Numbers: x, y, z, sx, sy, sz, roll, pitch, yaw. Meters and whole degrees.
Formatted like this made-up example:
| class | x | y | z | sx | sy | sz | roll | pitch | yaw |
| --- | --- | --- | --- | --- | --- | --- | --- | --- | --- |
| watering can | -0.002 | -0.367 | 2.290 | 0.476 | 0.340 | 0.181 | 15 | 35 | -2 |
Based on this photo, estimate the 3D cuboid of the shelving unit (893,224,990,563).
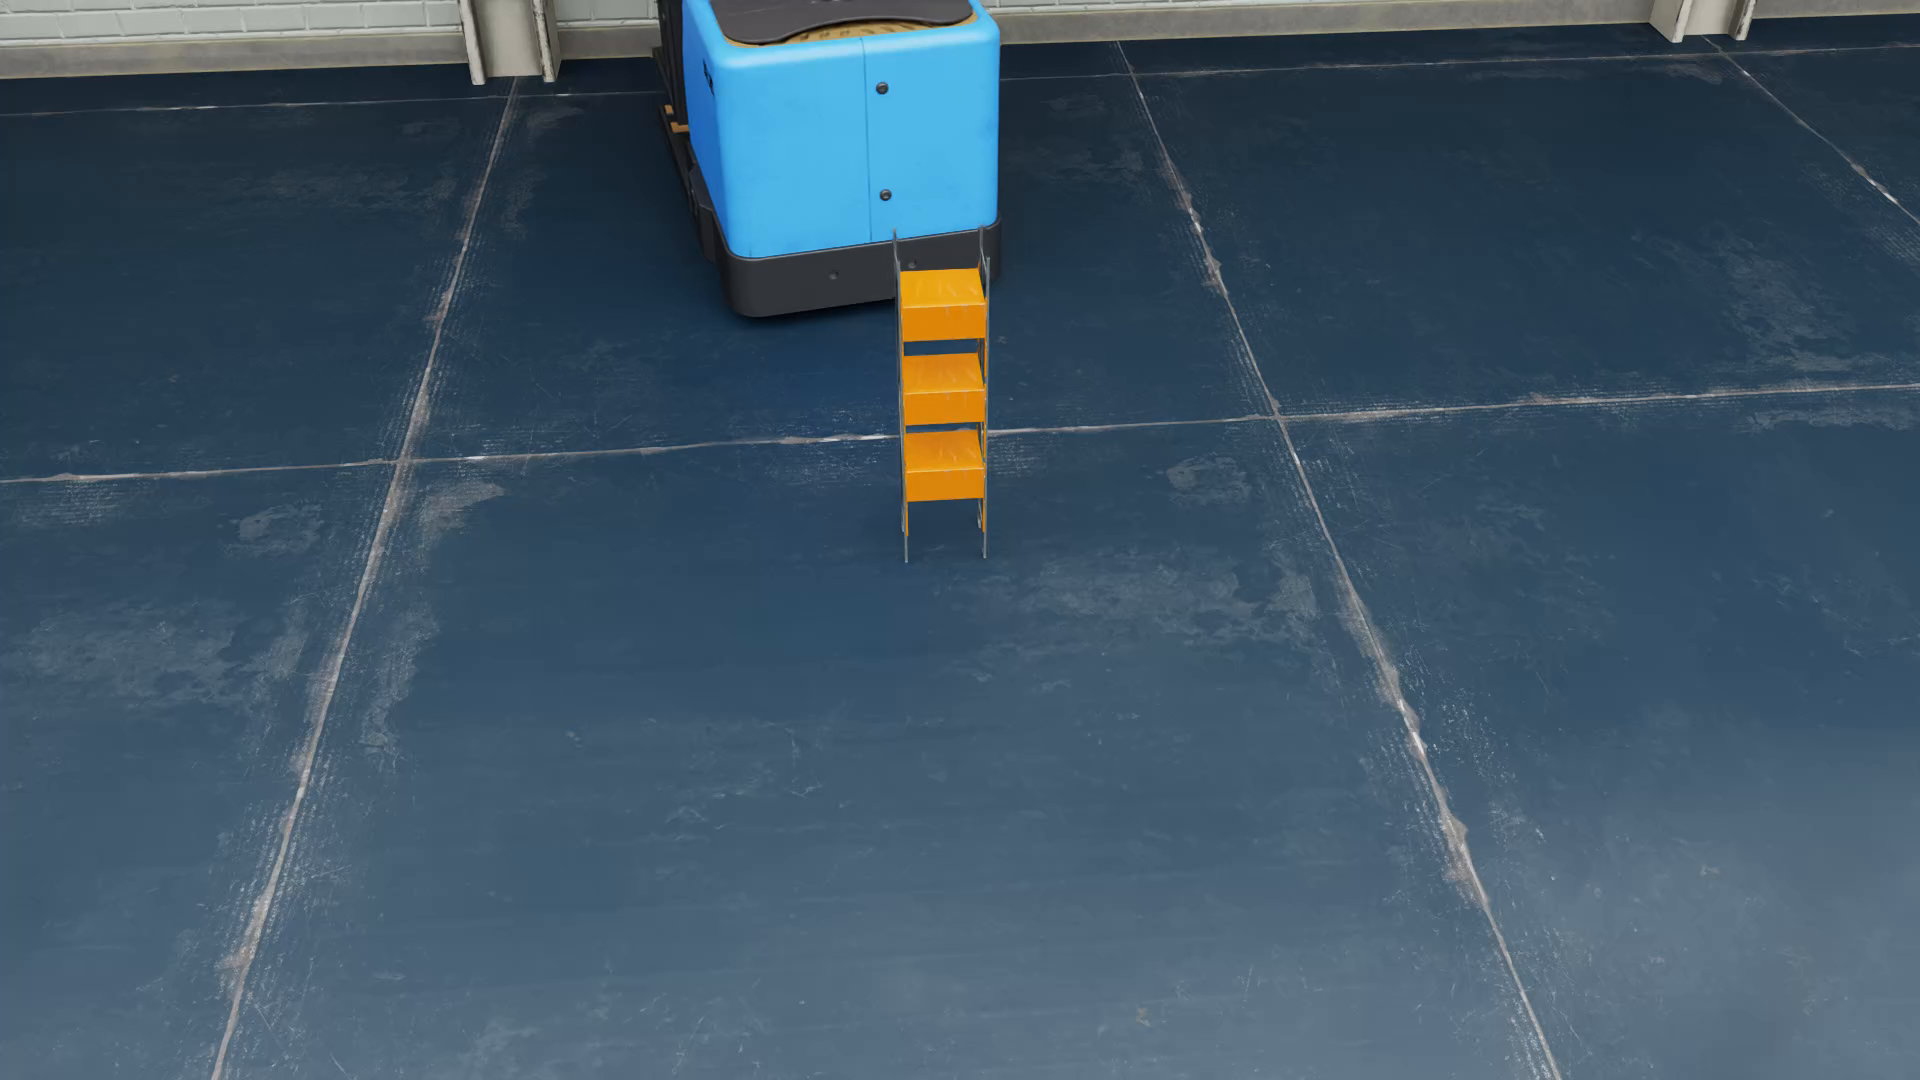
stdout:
| class | x | y | z | sx | sy | sz | roll | pitch | yaw |
| --- | --- | --- | --- | --- | --- | --- | --- | --- | --- |
| shelving unit | -0.053 | -0.409 | 4.921 | 0.252 | 1.050 | 0.215 | -3 | 38 | -4 |

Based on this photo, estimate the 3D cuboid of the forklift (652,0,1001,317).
| class | x | y | z | sx | sy | sz | roll | pitch | yaw |
| --- | --- | --- | --- | --- | --- | --- | --- | --- | --- |
| forklift | -0.736 | -2.897 | 6.555 | 1.130 | 2.935 | 3.031 | -10 | 39 | -12 |

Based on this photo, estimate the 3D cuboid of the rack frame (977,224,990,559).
| class | x | y | z | sx | sy | sz | roll | pitch | yaw |
| --- | --- | --- | --- | --- | --- | --- | --- | --- | --- |
| rack frame | 0.068 | -0.416 | 4.930 | 0.008 | 1.050 | 0.200 | -3 | 38 | -4 |

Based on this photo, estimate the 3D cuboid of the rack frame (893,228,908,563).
| class | x | y | z | sx | sy | sz | roll | pitch | yaw |
| --- | --- | --- | --- | --- | --- | --- | --- | --- | --- |
| rack frame | -0.175 | -0.403 | 4.913 | 0.008 | 1.050 | 0.200 | -3 | 38 | -4 |

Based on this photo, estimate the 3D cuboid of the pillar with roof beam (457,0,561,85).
| class | x | y | z | sx | sy | sz | roll | pitch | yaw |
| --- | --- | --- | --- | --- | --- | --- | --- | --- | --- |
| pillar with roof beam | -1.792 | -3.185 | 2.021 | 0.400 | 9.000 | 9.100 | -3 | 38 | -4 |

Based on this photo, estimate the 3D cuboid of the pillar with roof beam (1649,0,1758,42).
| class | x | y | z | sx | sy | sz | roll | pitch | yaw |
| --- | --- | --- | --- | --- | --- | --- | --- | --- | --- |
| pillar with roof beam | 4.184 | -3.514 | 2.439 | 0.400 | 9.000 | 9.100 | -3 | 38 | -4 |

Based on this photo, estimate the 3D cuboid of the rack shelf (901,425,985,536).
| class | x | y | z | sx | sy | sz | roll | pitch | yaw |
| --- | --- | --- | --- | --- | --- | --- | --- | --- | --- |
| rack shelf | -0.053 | -0.183 | 5.100 | 0.240 | 0.259 | 0.215 | -3 | 38 | -4 |

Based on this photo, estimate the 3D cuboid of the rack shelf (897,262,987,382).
| class | x | y | z | sx | sy | sz | roll | pitch | yaw |
| --- | --- | --- | --- | --- | --- | --- | --- | --- | --- |
| rack shelf | -0.053 | -0.624 | 4.752 | 0.240 | 0.259 | 0.215 | -3 | 38 | -4 |

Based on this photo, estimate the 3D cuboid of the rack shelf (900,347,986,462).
| class | x | y | z | sx | sy | sz | roll | pitch | yaw |
| --- | --- | --- | --- | --- | --- | --- | --- | --- | --- |
| rack shelf | -0.053 | -0.401 | 4.928 | 0.240 | 0.259 | 0.215 | -3 | 38 | -4 |
